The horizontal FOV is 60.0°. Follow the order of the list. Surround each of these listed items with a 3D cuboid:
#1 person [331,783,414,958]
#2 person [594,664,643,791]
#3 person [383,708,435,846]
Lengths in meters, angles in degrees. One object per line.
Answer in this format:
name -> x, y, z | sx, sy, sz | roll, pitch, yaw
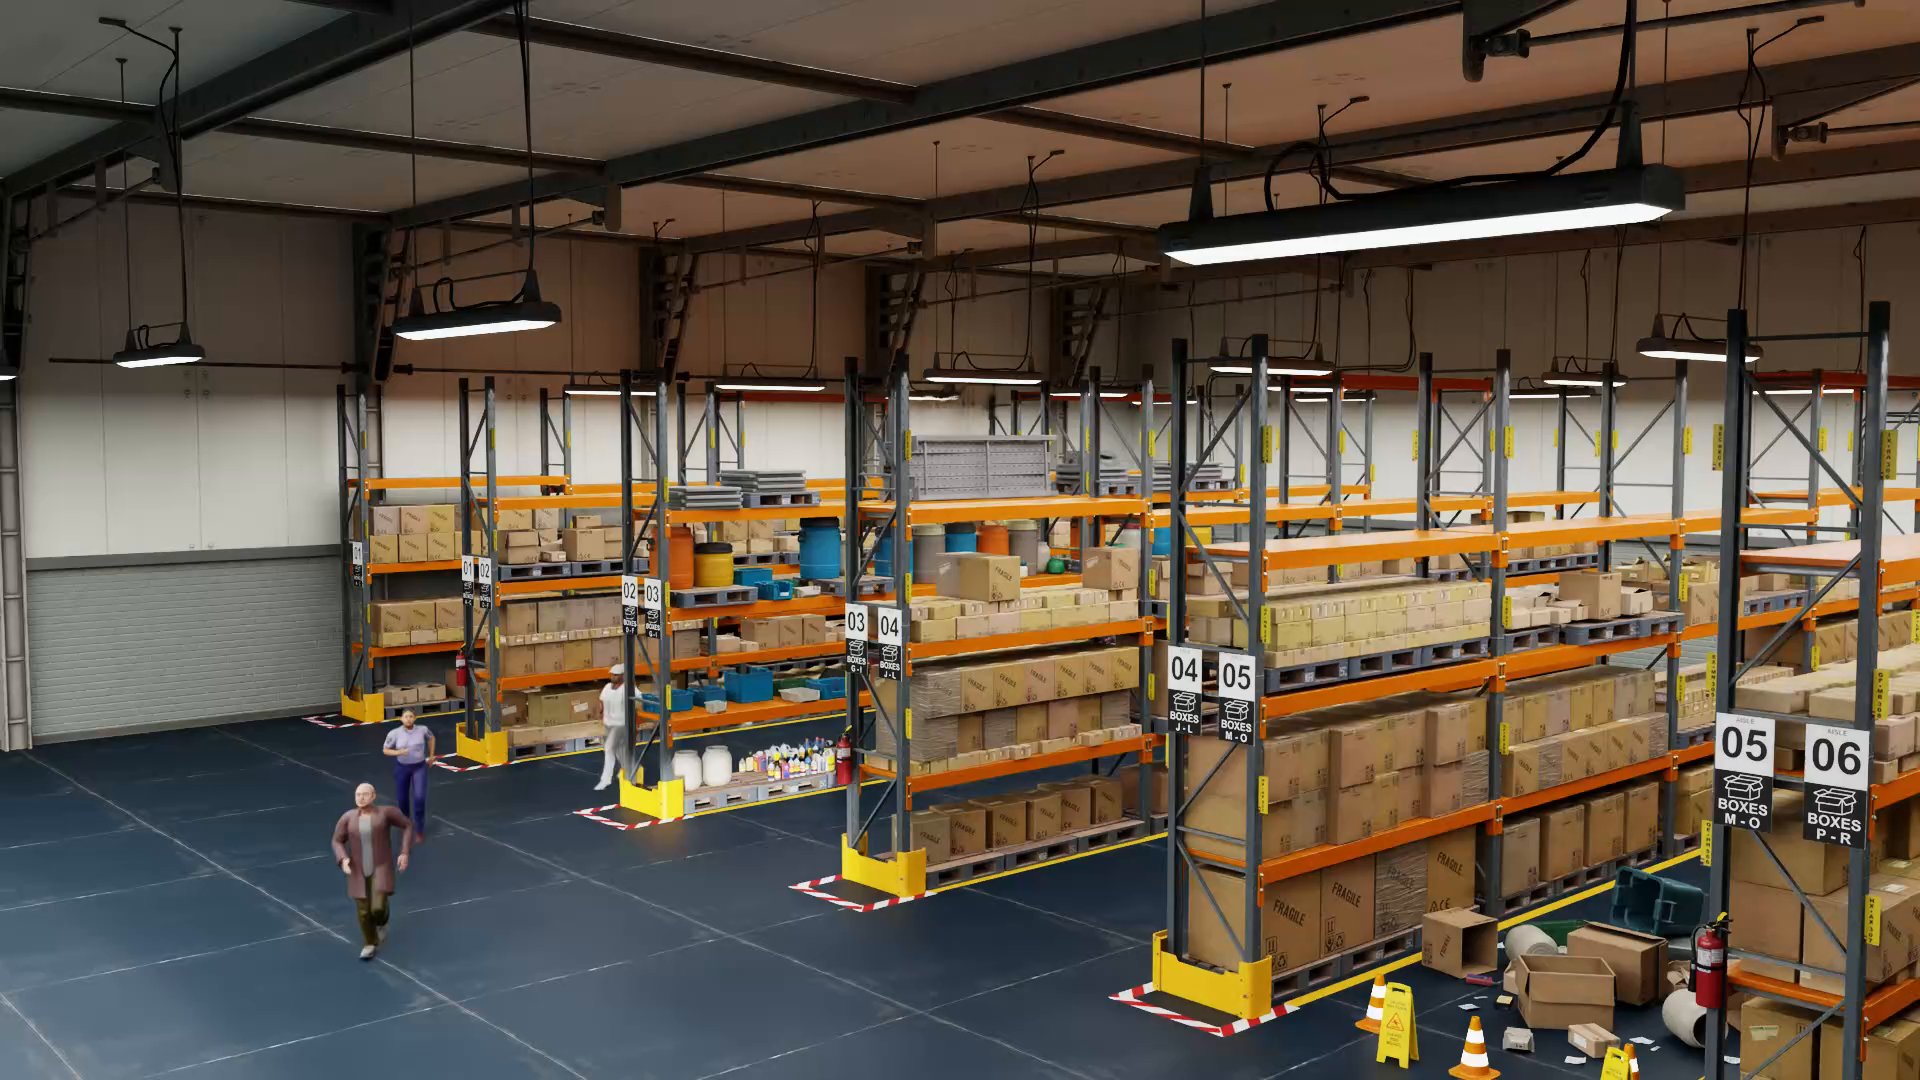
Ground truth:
person -> -5.743, 3.230, 16.209 | 0.747, 1.732, 0.690 | 0, 4, -6
person -> -4.972, 2.696, 24.173 | 0.739, 1.801, 0.848 | 3, 5, 35
person -> -6.958, 2.956, 21.019 | 0.631, 1.699, 0.810 | -1, 4, -19
